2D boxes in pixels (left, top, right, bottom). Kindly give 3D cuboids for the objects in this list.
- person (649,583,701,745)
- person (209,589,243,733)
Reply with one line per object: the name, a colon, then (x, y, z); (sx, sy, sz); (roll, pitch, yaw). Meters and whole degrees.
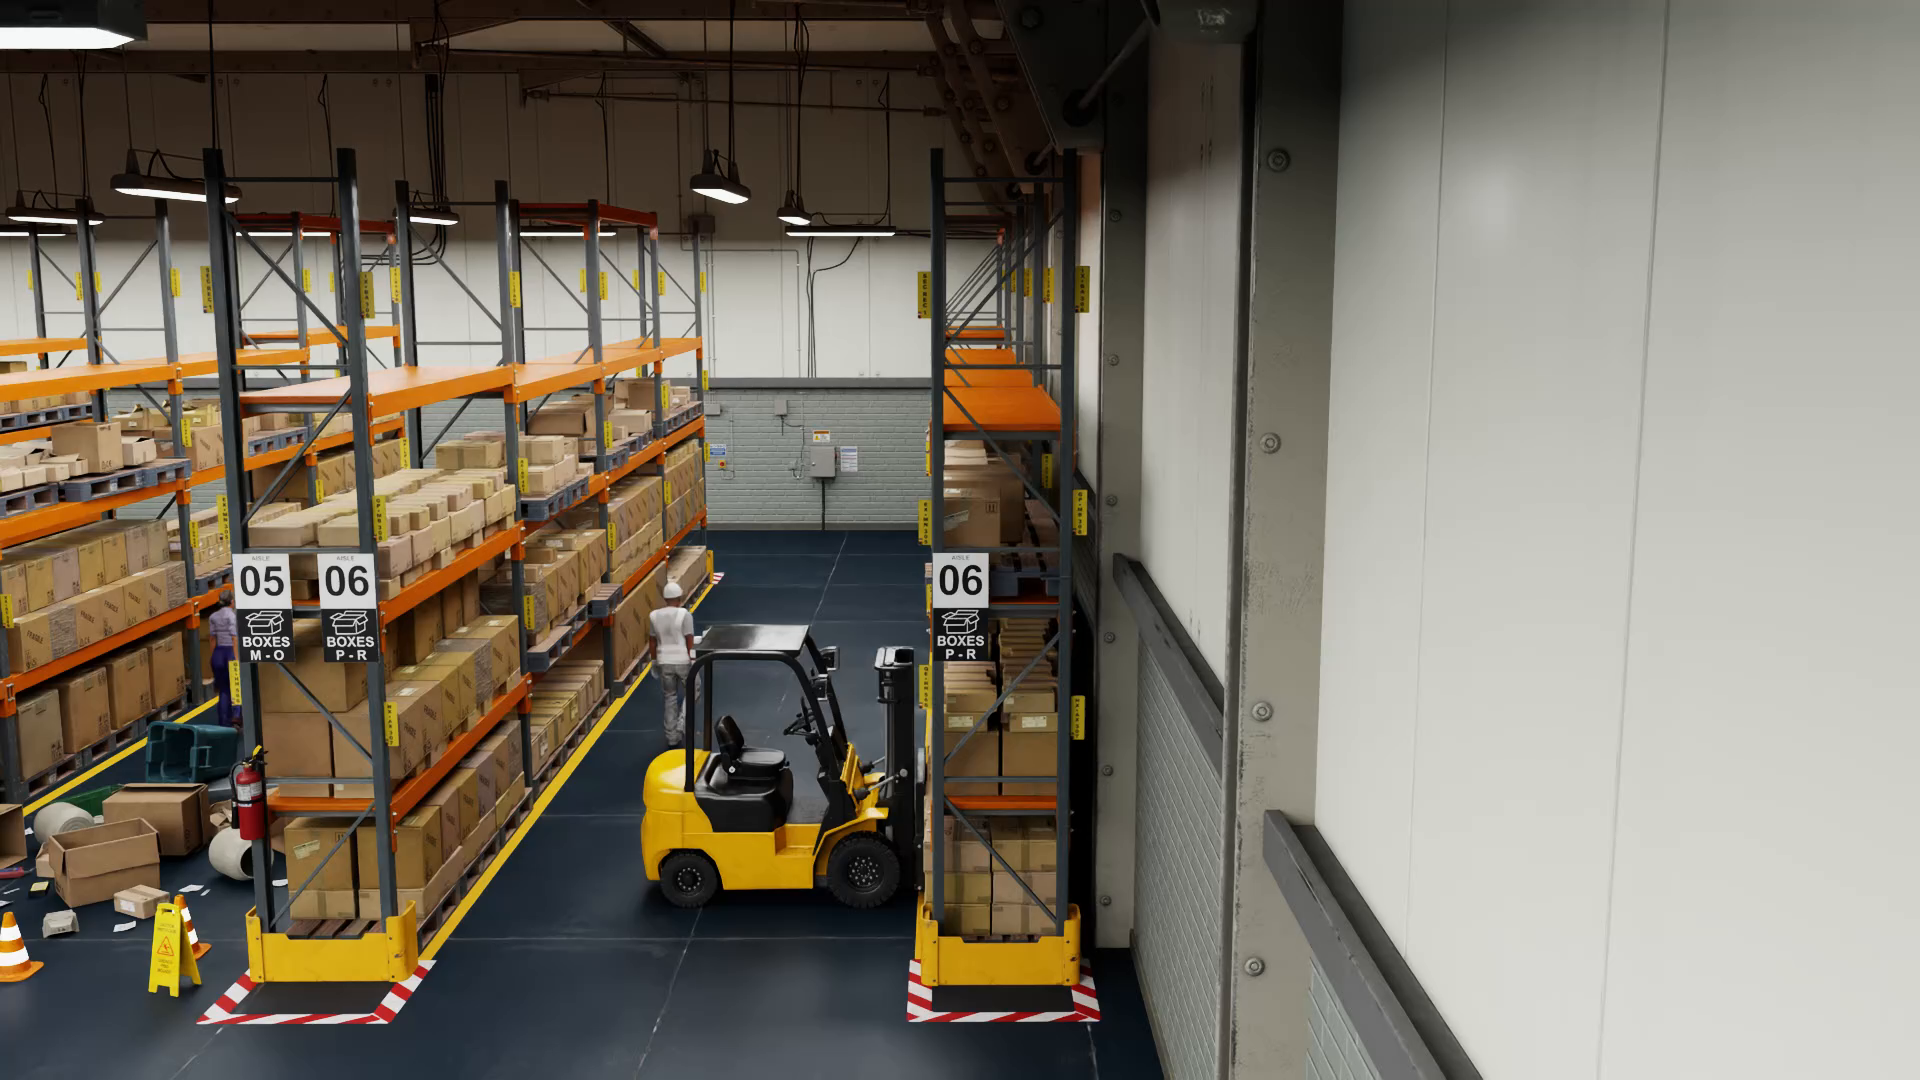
person: (-3.156, 1.364, 18.358); (0.594, 1.773, 0.539); (1, 9, 8)
person: (-8.205, 1.379, 18.699); (0.547, 1.637, 0.462); (1, 9, 9)
